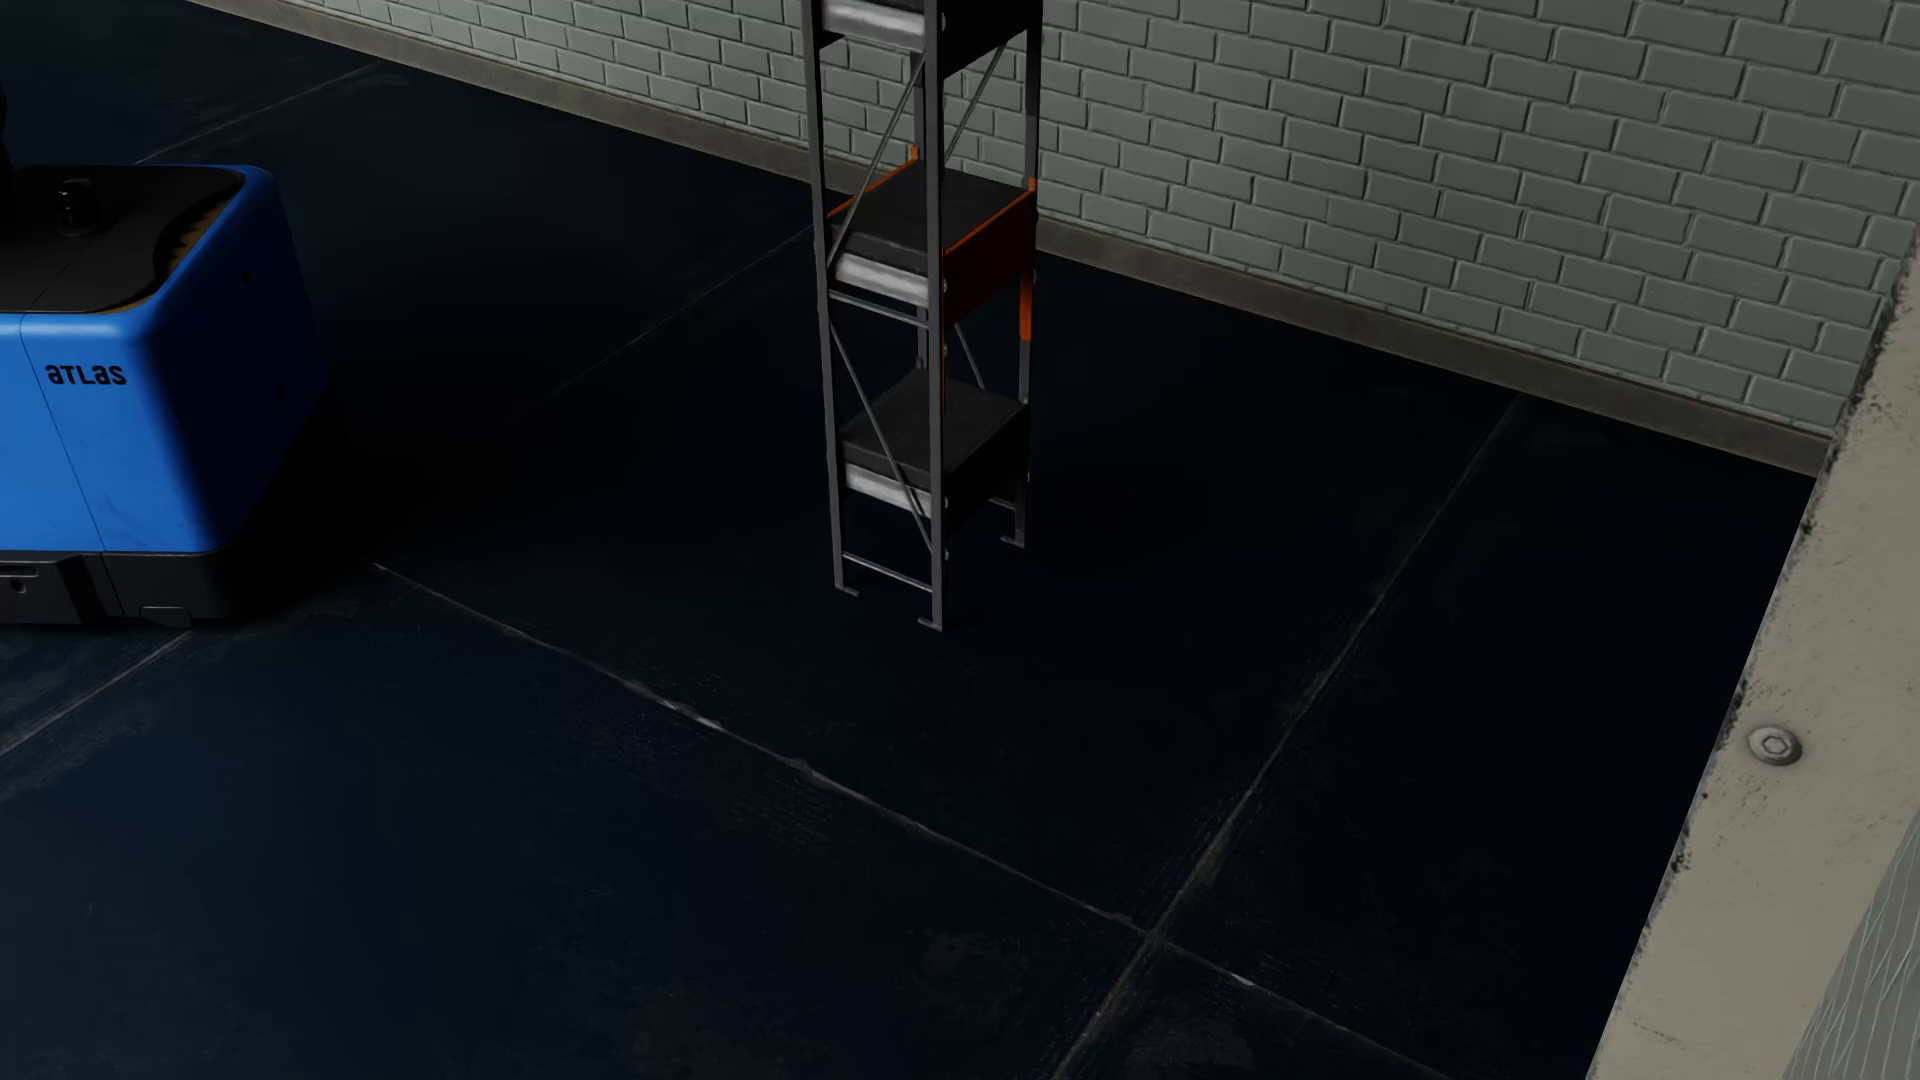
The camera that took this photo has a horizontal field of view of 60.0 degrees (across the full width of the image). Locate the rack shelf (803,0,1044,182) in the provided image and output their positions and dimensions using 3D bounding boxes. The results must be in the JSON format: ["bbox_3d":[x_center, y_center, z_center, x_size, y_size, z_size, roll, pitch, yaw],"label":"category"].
[{"bbox_3d":[-0.089,-1.290,4.243,0.431,0.518,0.480,21,42,25],"label":"rack shelf"}]

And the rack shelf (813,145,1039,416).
[{"bbox_3d":[-0.089,-0.735,4.670,0.431,0.518,0.480,21,42,25],"label":"rack shelf"}]

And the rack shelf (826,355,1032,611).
[{"bbox_3d":[-0.089,-0.181,5.097,0.431,0.518,0.480,21,42,25],"label":"rack shelf"}]

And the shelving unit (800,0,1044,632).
[{"bbox_3d":[-0.089,-0.746,4.662,0.431,2.100,0.503,21,42,25],"label":"shelving unit"}]

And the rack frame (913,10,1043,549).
[{"bbox_3d":[0.042,-0.872,4.825,0.400,2.100,0.015,21,42,25],"label":"rack frame"}]

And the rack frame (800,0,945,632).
[{"bbox_3d":[-0.219,-0.620,4.498,0.400,2.100,0.015,21,42,25],"label":"rack frame"}]

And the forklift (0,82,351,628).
[{"bbox_3d":[-3.630,-1.207,4.579,3.031,2.935,1.130,1,38,1],"label":"forklift"}]
